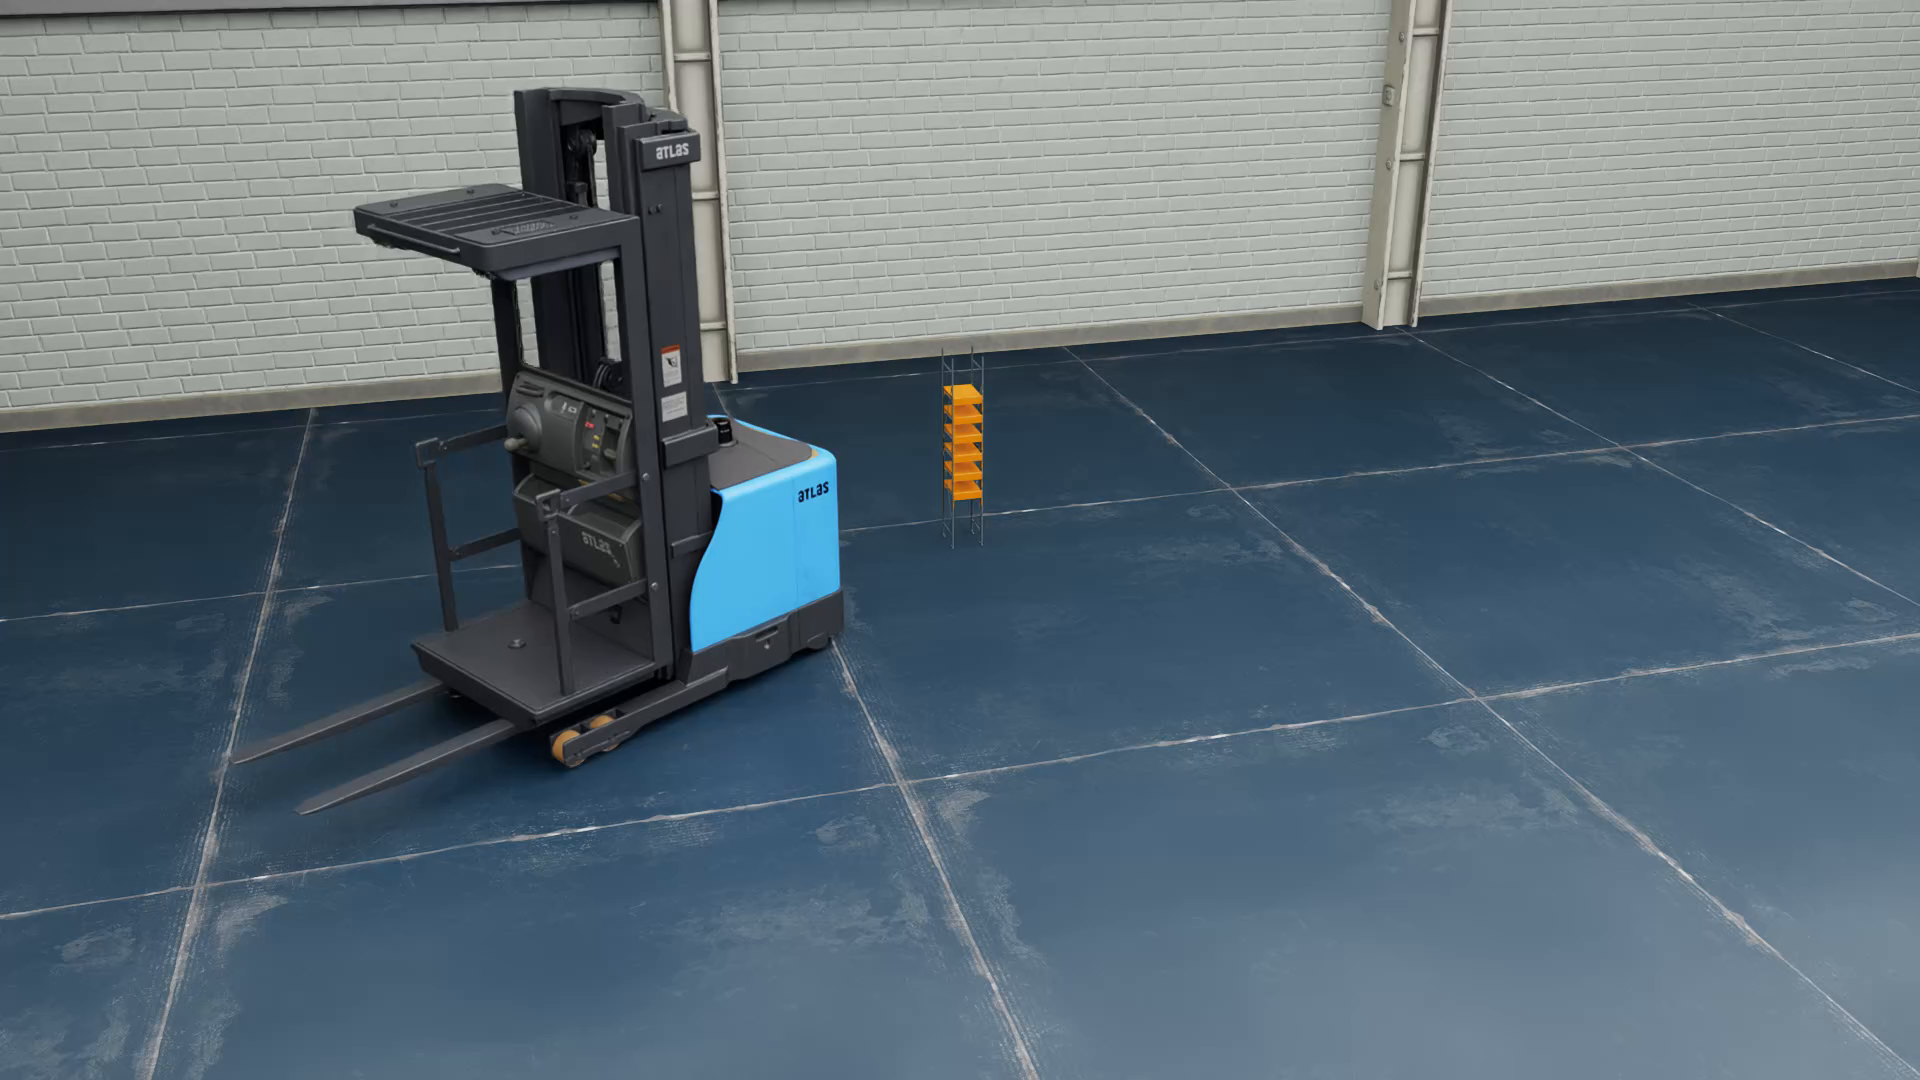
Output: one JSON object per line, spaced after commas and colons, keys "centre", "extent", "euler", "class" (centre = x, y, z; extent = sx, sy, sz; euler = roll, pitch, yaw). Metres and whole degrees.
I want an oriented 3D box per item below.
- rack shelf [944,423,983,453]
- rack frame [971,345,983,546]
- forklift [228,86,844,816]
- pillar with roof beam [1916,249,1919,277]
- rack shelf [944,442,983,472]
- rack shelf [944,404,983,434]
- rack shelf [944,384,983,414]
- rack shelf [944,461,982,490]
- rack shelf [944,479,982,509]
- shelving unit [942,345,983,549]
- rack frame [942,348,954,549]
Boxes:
{"centre": [0.014, -0.622, 9.987], "extent": [0.180, 0.103, 0.258], "euler": [-6, 24, -14], "class": "rack shelf"}
{"centre": [0.102, -0.563, 10.040], "extent": [0.006, 1.200, 0.240], "euler": [-6, 24, -14], "class": "rack frame"}
{"centre": [-1.993, -0.513, 7.729], "extent": [1.130, 2.935, 3.031], "euler": [20, 30, 39], "class": "forklift"}
{"centre": [10.733, -5.057, 10.624], "extent": [0.400, 9.000, 9.100], "euler": [-6, 24, -14], "class": "pillar with roof beam"}
{"centre": [0.014, -0.512, 10.035], "extent": [0.180, 0.103, 0.258], "euler": [-6, 24, -14], "class": "rack shelf"}
{"centre": [0.014, -0.733, 9.940], "extent": [0.180, 0.103, 0.258], "euler": [-6, 24, -14], "class": "rack shelf"}
{"centre": [0.014, -0.843, 9.893], "extent": [0.180, 0.103, 0.258], "euler": [-6, 24, -14], "class": "rack shelf"}
{"centre": [0.014, -0.402, 10.082], "extent": [0.180, 0.103, 0.258], "euler": [-6, 24, -14], "class": "rack shelf"}
{"centre": [0.014, -0.292, 10.129], "extent": [0.180, 0.103, 0.258], "euler": [-6, 24, -14], "class": "rack shelf"}
{"centre": [0.014, -0.553, 10.017], "extent": [0.189, 1.200, 0.258], "euler": [-6, 24, -14], "class": "shelving unit"}
{"centre": [-0.074, -0.543, 9.994], "extent": [0.006, 1.200, 0.240], "euler": [-6, 24, -14], "class": "rack frame"}
